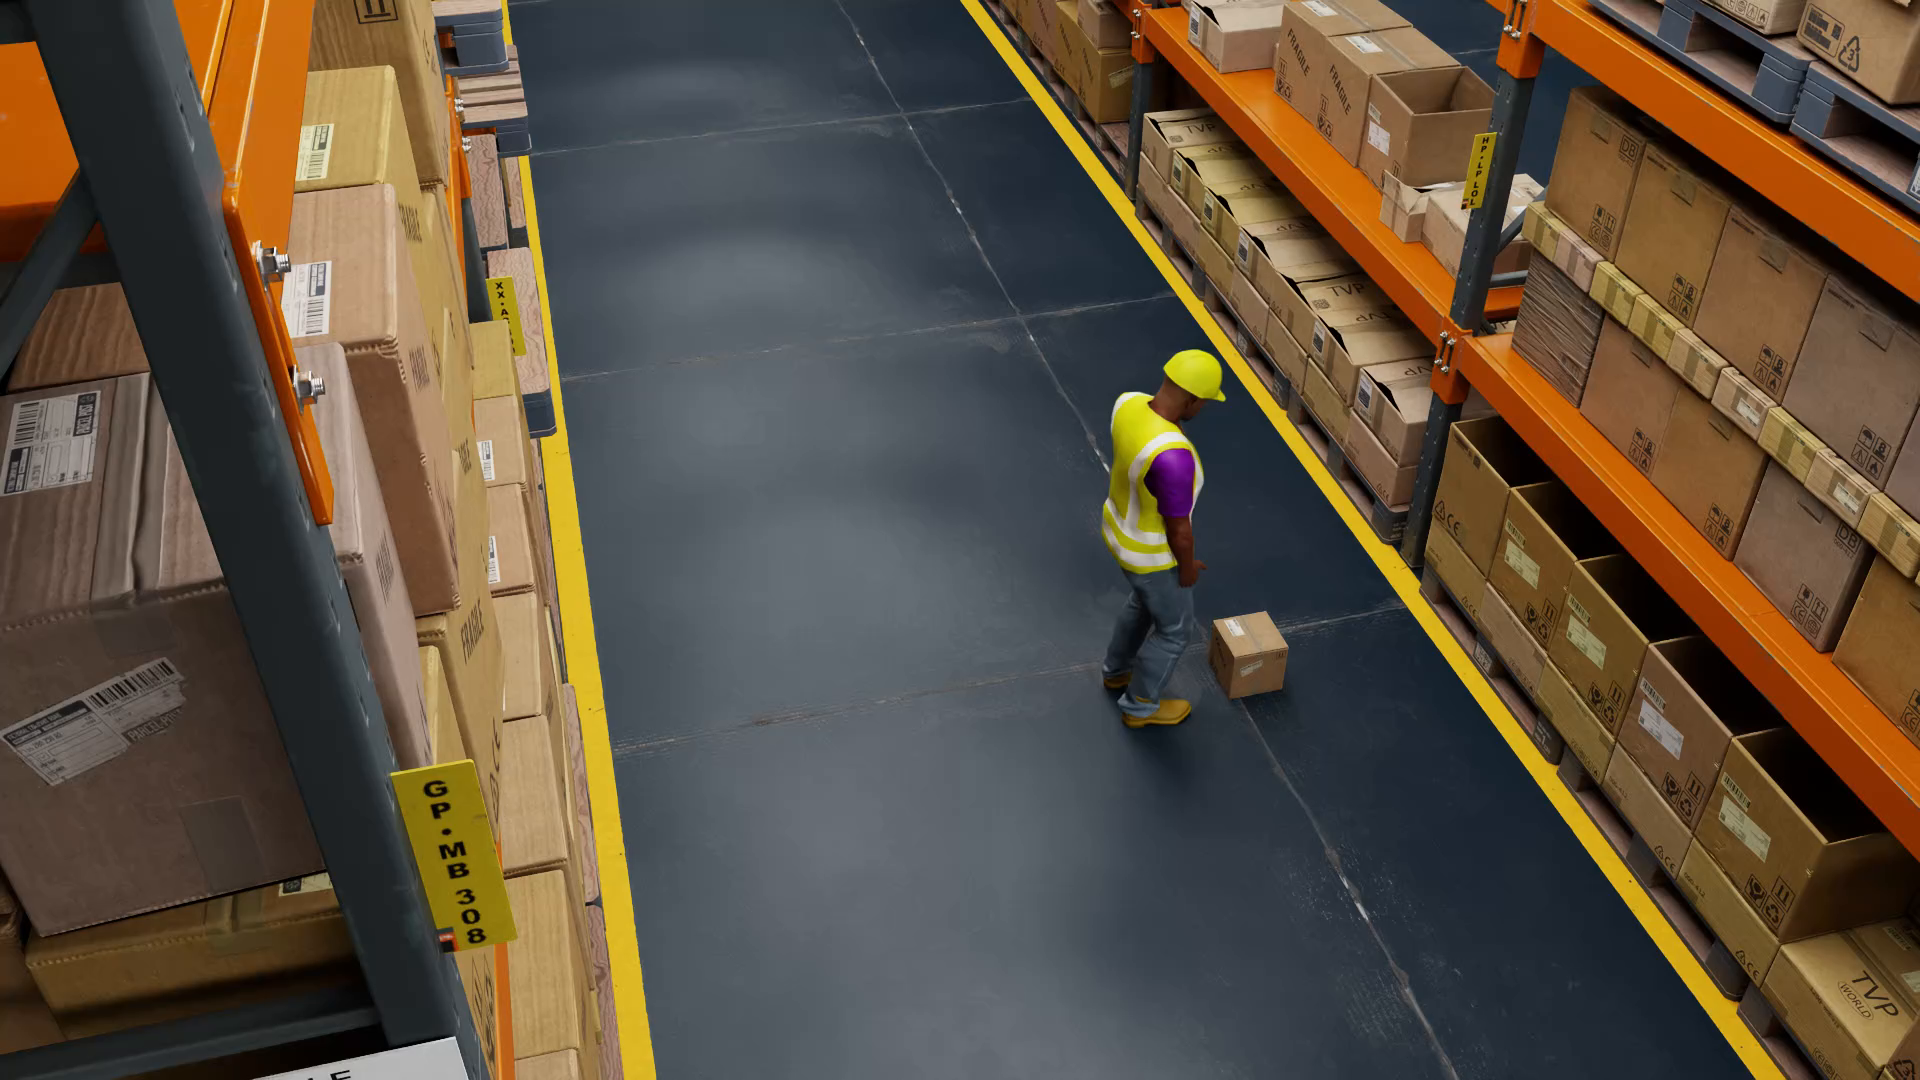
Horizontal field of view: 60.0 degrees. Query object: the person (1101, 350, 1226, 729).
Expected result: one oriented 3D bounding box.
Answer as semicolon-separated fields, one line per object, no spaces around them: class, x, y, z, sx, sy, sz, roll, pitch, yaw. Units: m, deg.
person;0.804;-0.012;6.745;0.438;1.725;0.588;-9;39;-11
